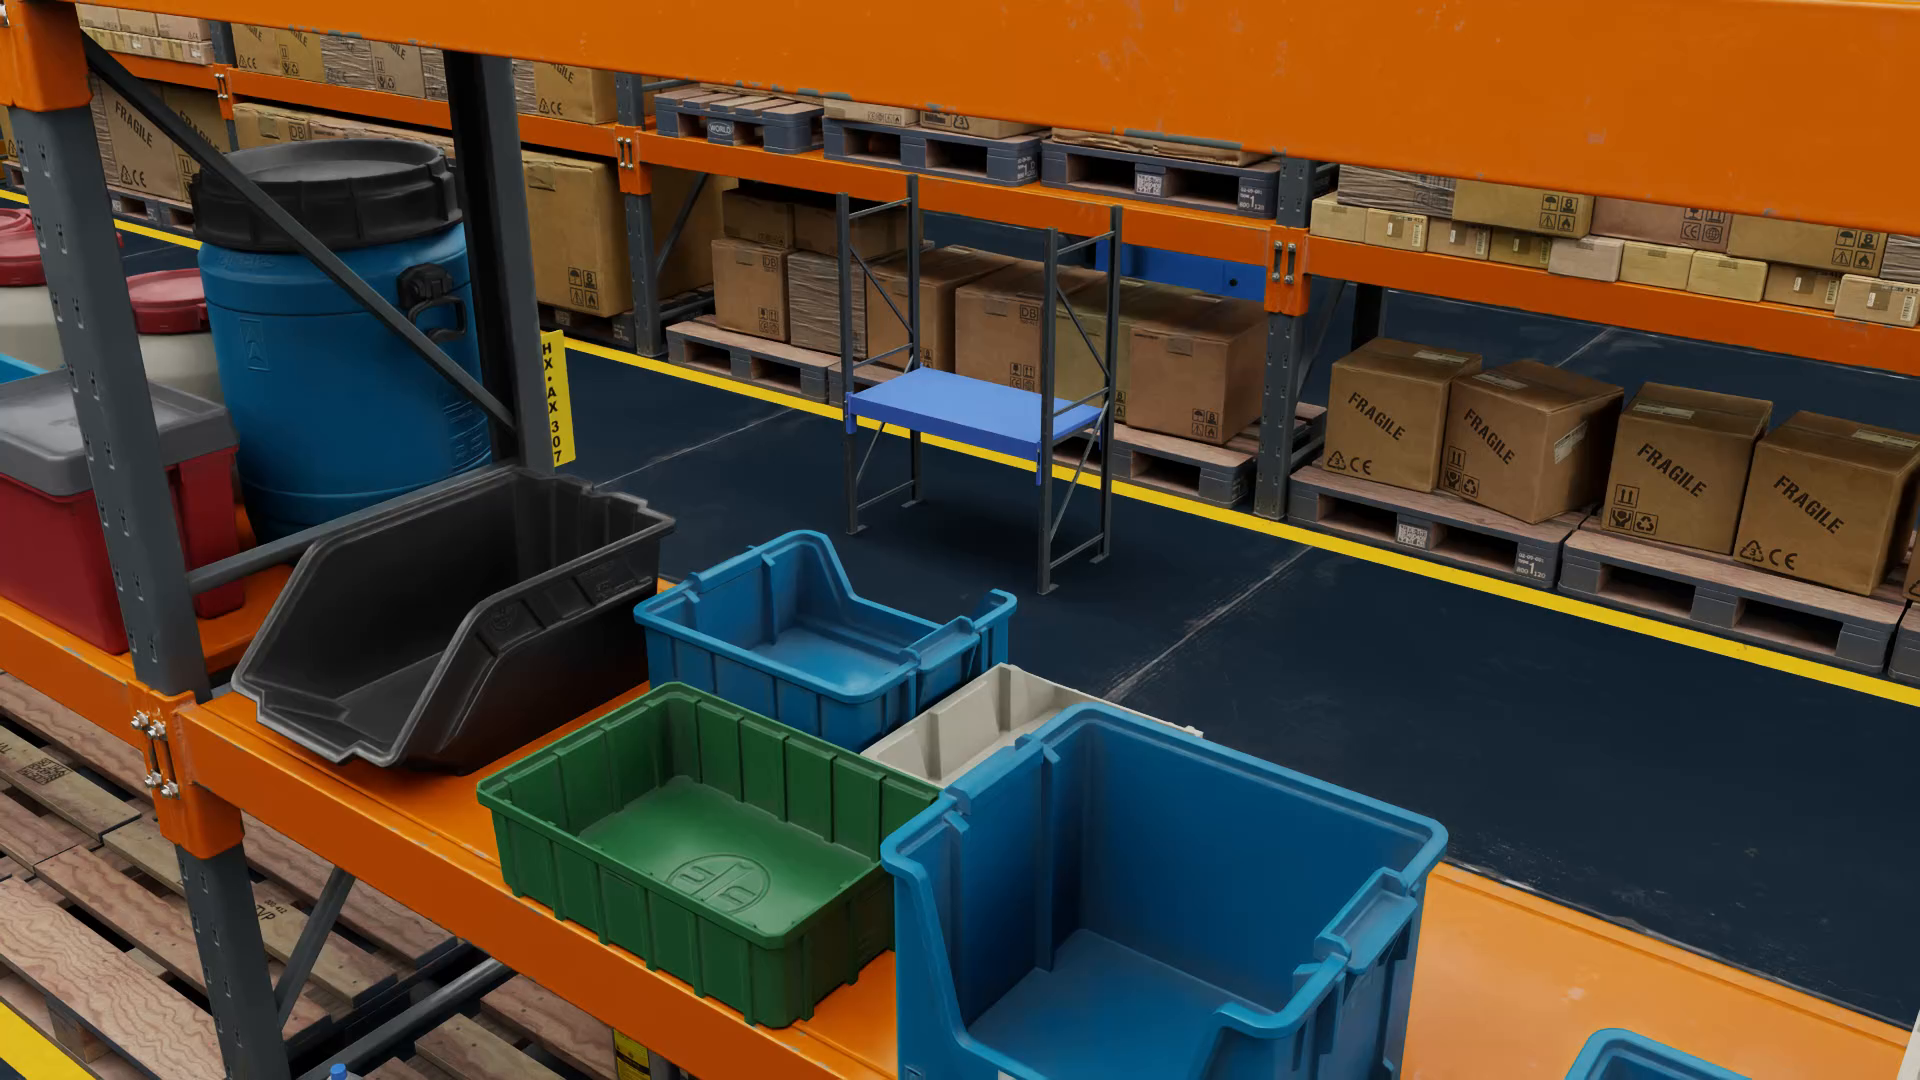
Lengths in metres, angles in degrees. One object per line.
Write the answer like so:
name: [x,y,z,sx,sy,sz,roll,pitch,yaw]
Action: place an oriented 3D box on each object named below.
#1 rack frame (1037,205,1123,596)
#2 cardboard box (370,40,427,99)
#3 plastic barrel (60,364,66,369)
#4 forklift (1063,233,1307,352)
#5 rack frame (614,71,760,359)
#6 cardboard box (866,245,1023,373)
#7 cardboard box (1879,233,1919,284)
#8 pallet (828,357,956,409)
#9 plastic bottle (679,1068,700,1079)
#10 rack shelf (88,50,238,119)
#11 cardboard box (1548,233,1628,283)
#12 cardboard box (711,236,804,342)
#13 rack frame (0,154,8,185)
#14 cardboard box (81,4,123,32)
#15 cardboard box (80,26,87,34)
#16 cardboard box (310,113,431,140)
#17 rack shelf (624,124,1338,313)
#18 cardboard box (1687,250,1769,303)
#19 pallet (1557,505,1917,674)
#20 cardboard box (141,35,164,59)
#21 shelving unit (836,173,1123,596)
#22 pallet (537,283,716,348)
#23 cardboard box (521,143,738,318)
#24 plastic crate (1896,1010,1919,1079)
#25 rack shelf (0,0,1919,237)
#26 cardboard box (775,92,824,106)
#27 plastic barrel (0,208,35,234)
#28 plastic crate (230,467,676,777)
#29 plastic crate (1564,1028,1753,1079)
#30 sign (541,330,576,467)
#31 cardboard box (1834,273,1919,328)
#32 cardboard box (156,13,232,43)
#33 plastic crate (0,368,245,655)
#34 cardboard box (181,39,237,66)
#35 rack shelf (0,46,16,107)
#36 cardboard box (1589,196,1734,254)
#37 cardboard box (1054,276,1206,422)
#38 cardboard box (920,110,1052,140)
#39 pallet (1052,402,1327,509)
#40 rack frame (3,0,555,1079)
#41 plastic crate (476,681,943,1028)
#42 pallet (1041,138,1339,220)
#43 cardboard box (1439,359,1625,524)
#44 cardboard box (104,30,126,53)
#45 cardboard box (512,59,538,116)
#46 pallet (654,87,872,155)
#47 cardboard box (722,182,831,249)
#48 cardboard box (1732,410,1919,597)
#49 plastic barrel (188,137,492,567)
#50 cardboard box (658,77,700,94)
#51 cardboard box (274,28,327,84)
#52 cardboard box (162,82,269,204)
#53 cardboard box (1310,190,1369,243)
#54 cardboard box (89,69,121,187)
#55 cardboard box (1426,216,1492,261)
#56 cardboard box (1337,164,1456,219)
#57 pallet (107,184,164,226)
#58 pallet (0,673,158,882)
rack frame: [0.475,-0.543,6.622,0.032,1.500,0.500,17,29,33]
cardboard box: [-3.297,-3.049,10.326,0.500,0.500,0.500,17,29,34]
plastic barrel: [-2.270,-0.334,4.460,0.301,0.262,0.301,0,24,0]
forklift: [1.283,-2.920,10.241,1.130,2.935,3.031,-3,24,-6]
rack frame: [-1.534,-2.593,9.416,0.127,3.000,1.000,17,29,33]
cardboard box: [-0.076,-1.230,8.877,0.500,0.500,0.700,20,31,38]
cardboard box: [3.598,-1.200,5.760,0.500,0.500,0.875,17,29,33]
pallet: [0.063,-0.833,8.878,1.213,0.211,1.003,17,29,33]
plastic bottle: [-0.530,1.180,3.684,0.135,0.276,0.152,17,29,33]
rack shelf: [-6.335,-3.715,12.854,4.000,0.370,1.077,17,29,33]
cardboard box: [2.449,-1.115,6.372,0.250,0.149,0.380,17,29,33]
cardboard box: [-0.985,-1.495,9.478,0.500,0.500,0.700,15,28,31]
rack frame: [-7.935,-4.528,13.807,0.127,3.000,1.000,17,29,33]
cardboard box: [-6.069,-3.898,12.194,0.500,0.250,0.500,18,29,34]
cardboard box: [-6.406,-3.786,12.435,0.250,0.149,0.380,17,29,34]
cardboard box: [-3.495,-2.416,11.128,0.875,0.875,1.225,16,28,32]
rack shelf: [0.067,-1.781,8.463,4.000,0.370,1.077,17,29,33]
cardboard box: [2.867,-1.004,6.119,0.250,0.149,0.380,17,29,33]
pallet: [3.206,0.096,6.771,1.213,0.211,1.003,17,29,33]
cardboard box: [-5.586,-3.538,11.871,0.250,0.149,0.380,16,29,32]
shelving unit: [0.068,-0.666,6.901,1.048,1.500,0.538,17,29,33]
pallet: [-2.119,-1.532,10.466,1.213,0.211,1.003,17,29,33]
cardboard box: [-2.073,-1.987,10.154,0.875,0.875,1.225,15,28,31]
plastic crate: [1.374,0.740,2.178,0.250,0.136,0.298,17,29,33]
rack shelf: [0.297,-0.588,2.036,4.000,0.370,1.077,17,29,33]
cardboard box: [-0.571,-2.611,8.811,0.700,0.500,0.500,-22,32,-40]
plastic barrel: [-2.871,-0.674,4.892,0.433,0.535,0.433,0,24,0]
plastic crate: [-0.961,0.168,3.226,0.504,0.338,0.767,17,29,33]
plastic crate: [0.801,0.824,1.844,0.408,0.251,0.499,17,29,33]
sign: [-0.965,-0.330,3.935,0.005,0.325,0.100,17,29,33]
cardboard box: [3.253,-0.875,5.827,0.250,0.149,0.380,17,29,33]
cardboard box: [-5.245,-3.650,11.632,0.500,0.250,0.500,16,29,32]
plastic crate: [-1.874,-0.076,3.622,0.583,0.464,0.402,17,29,33]
cardboard box: [-5.175,-3.414,11.589,0.250,0.149,0.380,17,29,34]
rack shelf: [-2.904,-1.555,4.232,4.000,0.370,1.077,17,29,33]
cardboard box: [2.830,-1.459,6.347,0.500,0.500,0.875,17,29,33]
cardboard box: [0.818,-0.960,8.264,0.500,0.500,0.700,17,29,33]
cardboard box: [0.225,-2.255,7.999,0.637,0.503,0.797,20,31,38]
pallet: [1.043,-0.538,8.209,1.213,0.211,1.003,17,29,33]
rack frame: [-1.303,-0.028,3.594,0.127,3.000,1.000,17,29,33]
plastic crate: [-0.386,0.488,2.685,0.662,0.188,0.450,17,29,33]
pallet: [1.143,-1.770,7.785,1.213,0.211,1.003,17,29,33]
cardboard box: [2.426,-0.429,7.082,0.500,0.500,0.500,-16,28,-31]
cardboard box: [-5.999,-3.662,12.154,0.250,0.149,0.380,17,29,34]
cardboard box: [-2.473,-2.801,9.763,0.500,0.500,0.500,17,29,33]
pallet: [-0.899,-2.368,9.141,1.003,0.211,1.213,17,29,33]
cardboard box: [-0.979,-1.842,9.334,0.500,0.250,0.500,18,30,35]
cardboard box: [3.390,-0.155,6.460,0.500,0.500,0.500,20,31,38]
plastic barrel: [-1.431,-0.449,3.926,0.708,0.901,0.600,17,29,33]
cardboard box: [-1.759,-2.844,9.862,0.500,0.500,0.500,18,29,35]
cardboard box: [-4.113,-3.293,10.880,0.500,0.500,0.500,17,29,33]
cardboard box: [-5.215,-2.966,12.376,0.875,0.875,0.875,17,29,33]
cardboard box: [1.659,-1.362,6.933,0.250,0.149,0.380,17,29,33]
cardboard box: [-6.647,-3.399,13.358,0.875,0.875,0.875,17,29,33]
cardboard box: [2.068,-1.246,6.669,0.250,0.149,0.380,17,29,33]
cardboard box: [1.990,-1.679,6.848,0.500,0.500,0.875,17,29,33]
pallet: [-6.276,-2.789,13.317,1.213,0.211,1.003,17,29,33]
pallet: [-2.935,0.776,5.228,1.213,0.211,1.003,17,29,33]
